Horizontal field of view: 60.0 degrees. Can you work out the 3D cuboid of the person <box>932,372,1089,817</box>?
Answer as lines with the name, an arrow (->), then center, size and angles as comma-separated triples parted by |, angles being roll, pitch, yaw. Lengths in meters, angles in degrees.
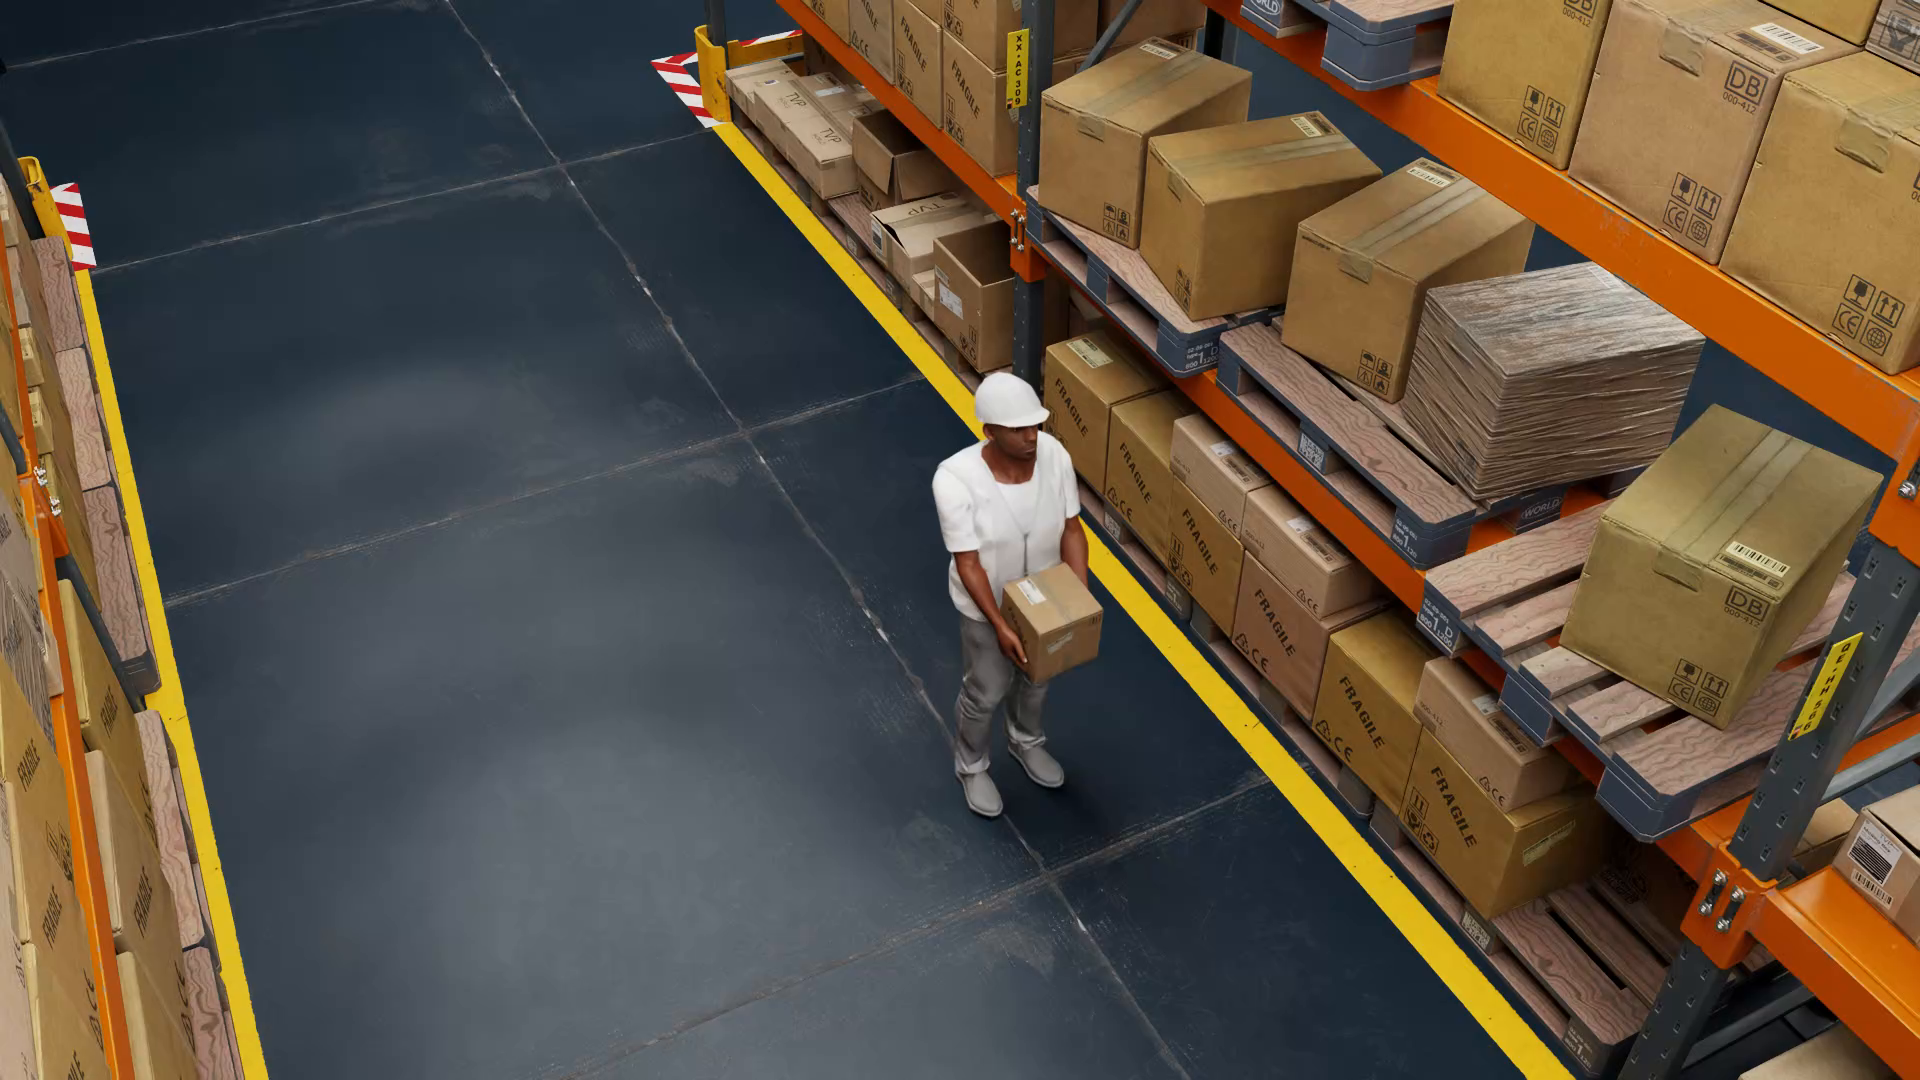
person -> 0.219, 0.237, 5.865 | 0.520, 1.771, 0.566 | -19, 45, -21
